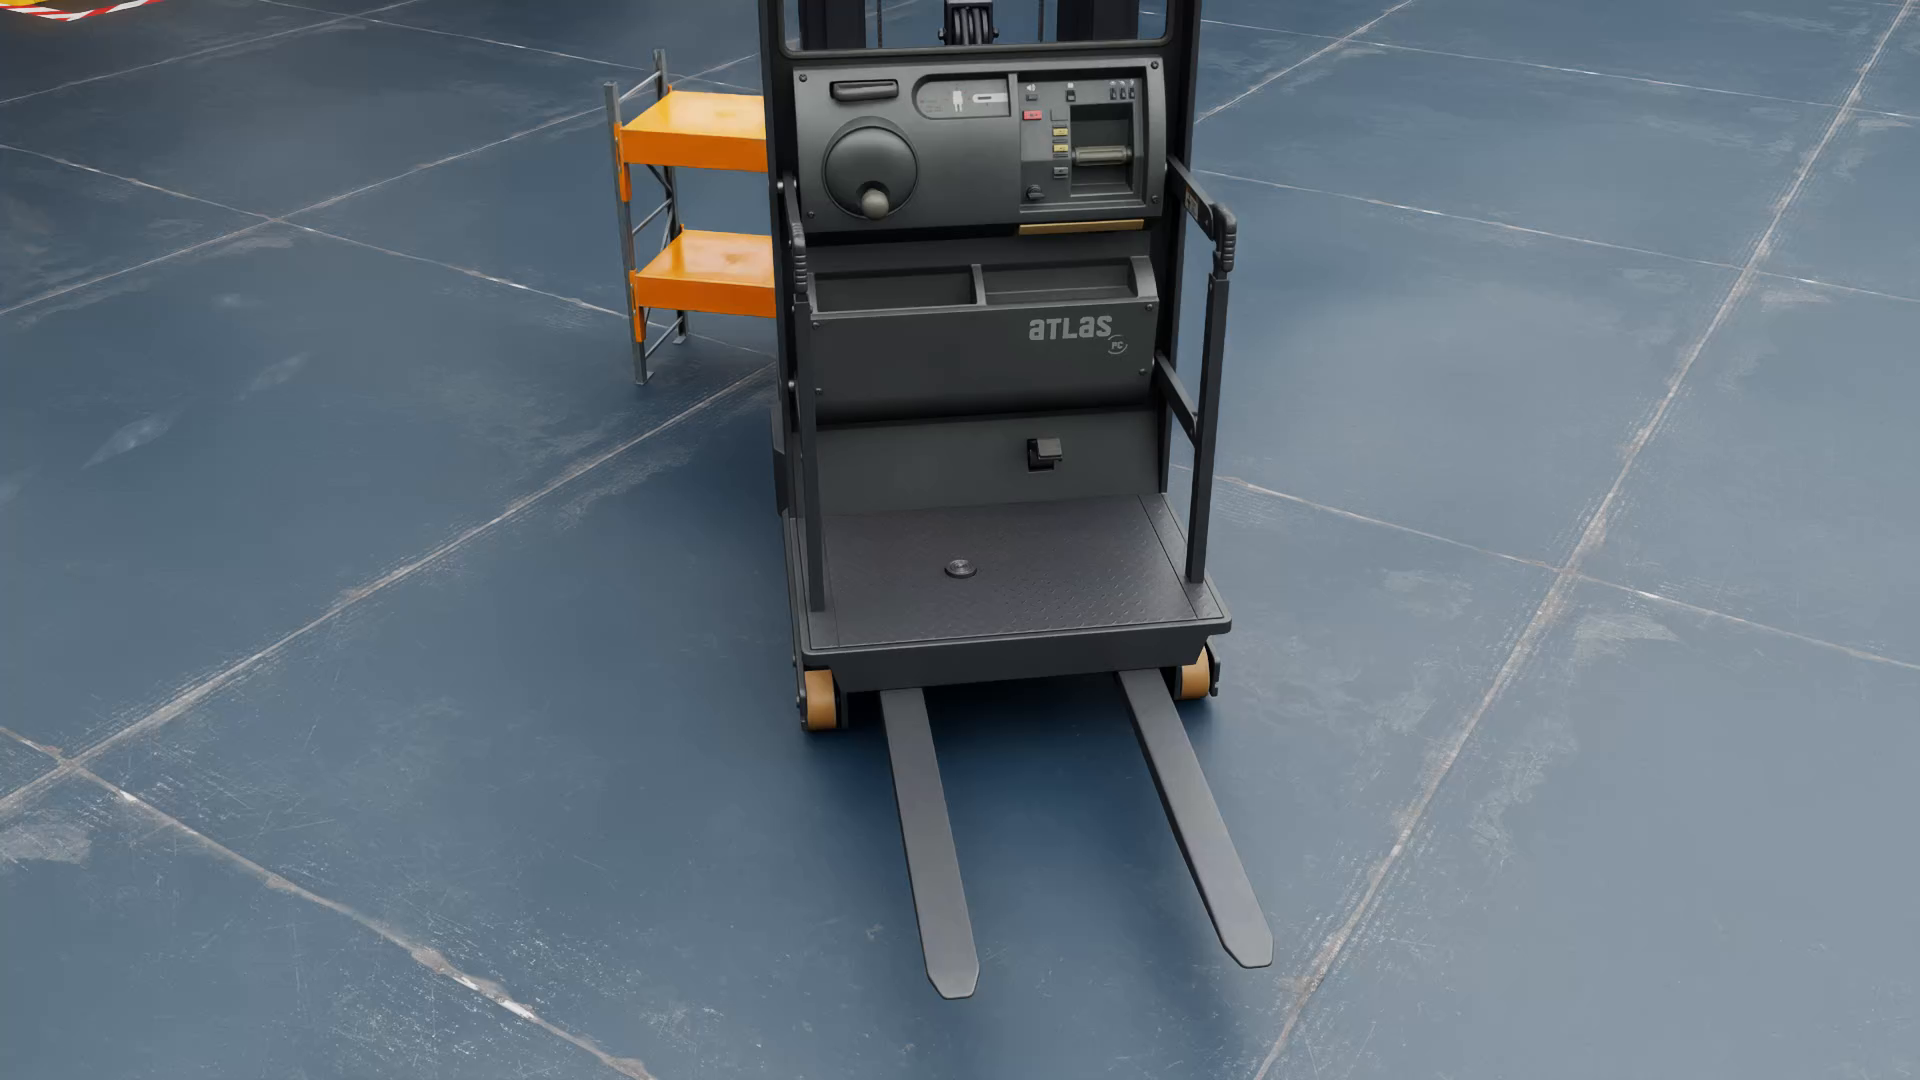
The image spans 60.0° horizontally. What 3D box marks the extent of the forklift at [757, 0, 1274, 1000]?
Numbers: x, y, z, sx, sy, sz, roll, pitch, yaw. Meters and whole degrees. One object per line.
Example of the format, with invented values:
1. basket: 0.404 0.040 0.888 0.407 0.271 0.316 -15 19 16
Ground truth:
1. forklift: 0.087 -0.952 3.973 1.130 2.935 3.031 -4 31 -7

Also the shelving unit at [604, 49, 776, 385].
1. shelving unit: -0.654 -1.137 6.083 1.048 1.125 0.538 6 31 11

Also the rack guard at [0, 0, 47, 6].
1. rack guard: -6.438 -4.251 12.040 0.348 0.500 1.175 18 35 27

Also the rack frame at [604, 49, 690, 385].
1. rack frame: -1.151 -1.191 6.176 0.032 1.125 0.500 6 31 11

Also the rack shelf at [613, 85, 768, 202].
1. rack shelf: -0.654 -1.390 5.935 1.000 0.278 0.538 6 31 11

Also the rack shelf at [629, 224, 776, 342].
1. rack shelf: -0.654 -0.926 6.206 1.000 0.278 0.538 6 31 11
